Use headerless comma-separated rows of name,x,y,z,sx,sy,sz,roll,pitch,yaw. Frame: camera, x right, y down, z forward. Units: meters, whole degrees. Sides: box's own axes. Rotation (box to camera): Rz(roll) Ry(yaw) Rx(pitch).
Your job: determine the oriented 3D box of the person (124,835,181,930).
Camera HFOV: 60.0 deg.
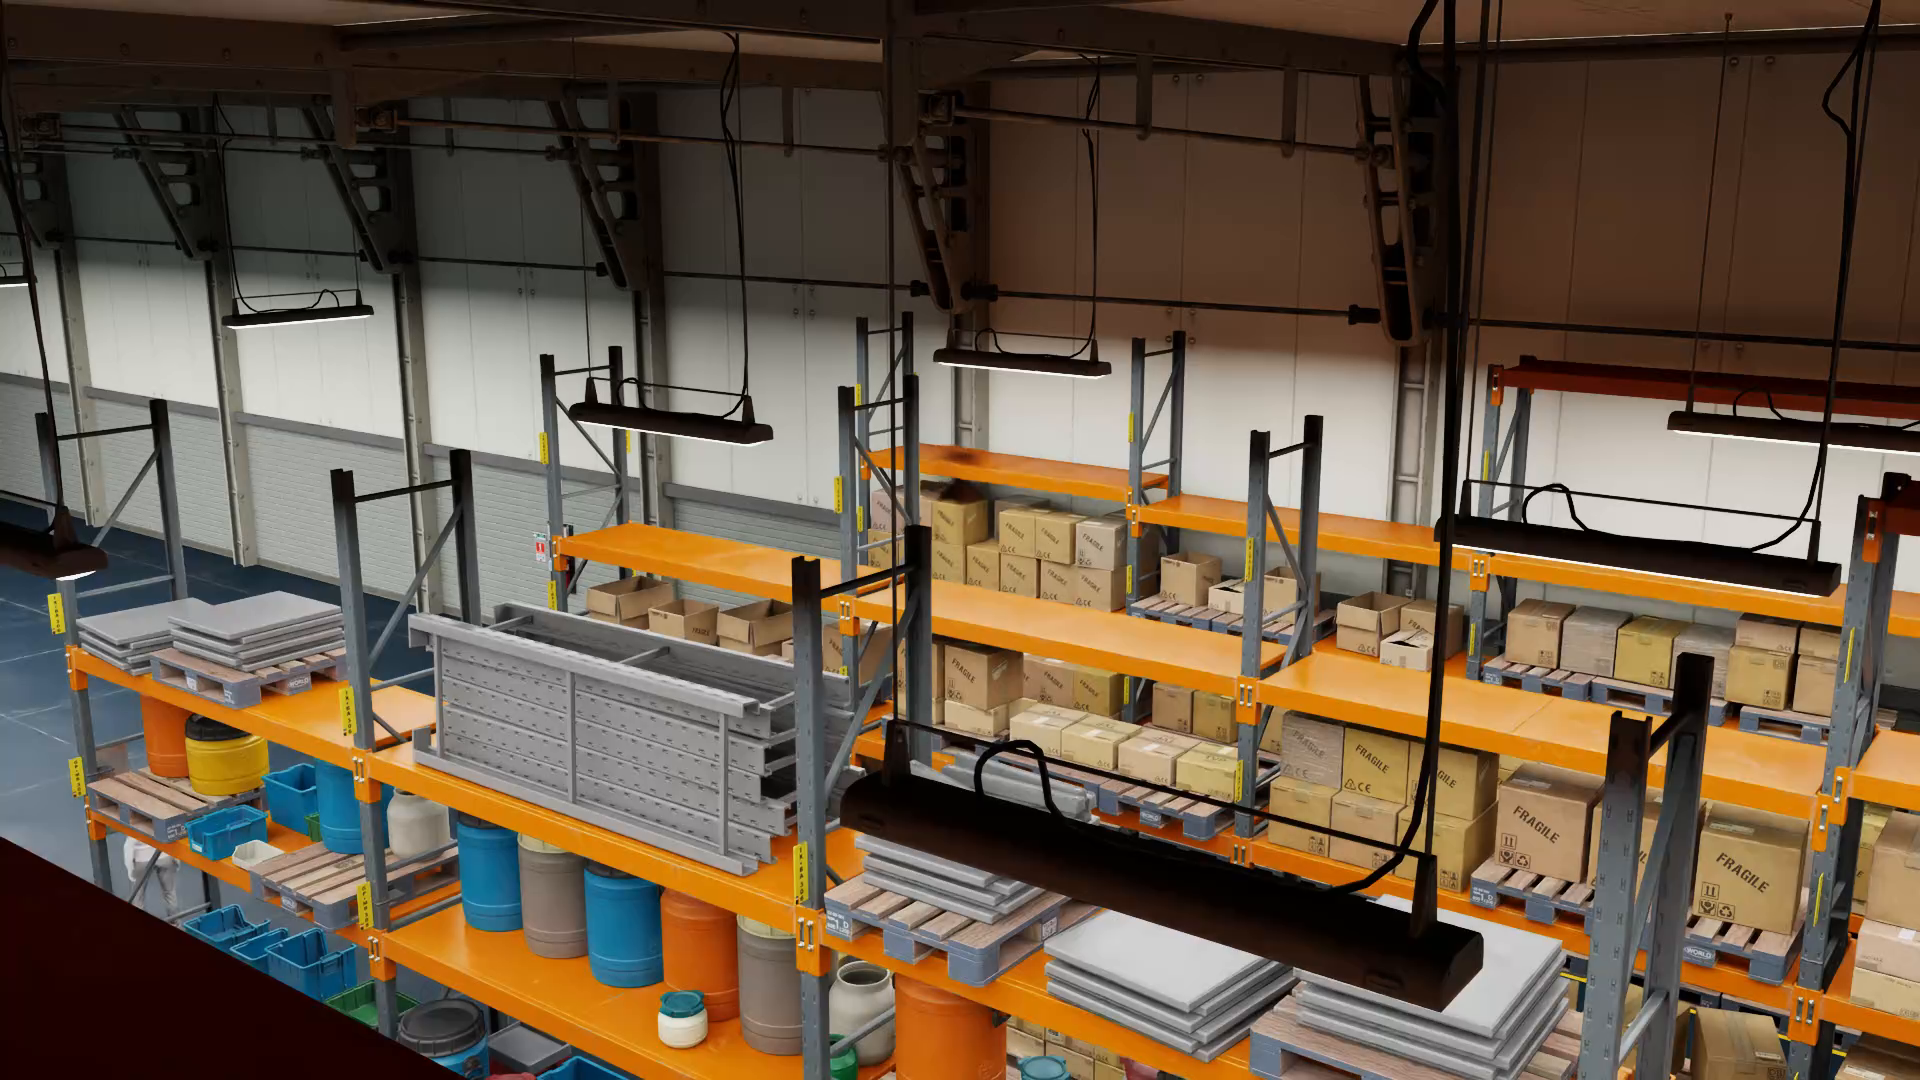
person,-8.384,3.333,17.206,0.562,1.666,0.372,-8,15,-31
